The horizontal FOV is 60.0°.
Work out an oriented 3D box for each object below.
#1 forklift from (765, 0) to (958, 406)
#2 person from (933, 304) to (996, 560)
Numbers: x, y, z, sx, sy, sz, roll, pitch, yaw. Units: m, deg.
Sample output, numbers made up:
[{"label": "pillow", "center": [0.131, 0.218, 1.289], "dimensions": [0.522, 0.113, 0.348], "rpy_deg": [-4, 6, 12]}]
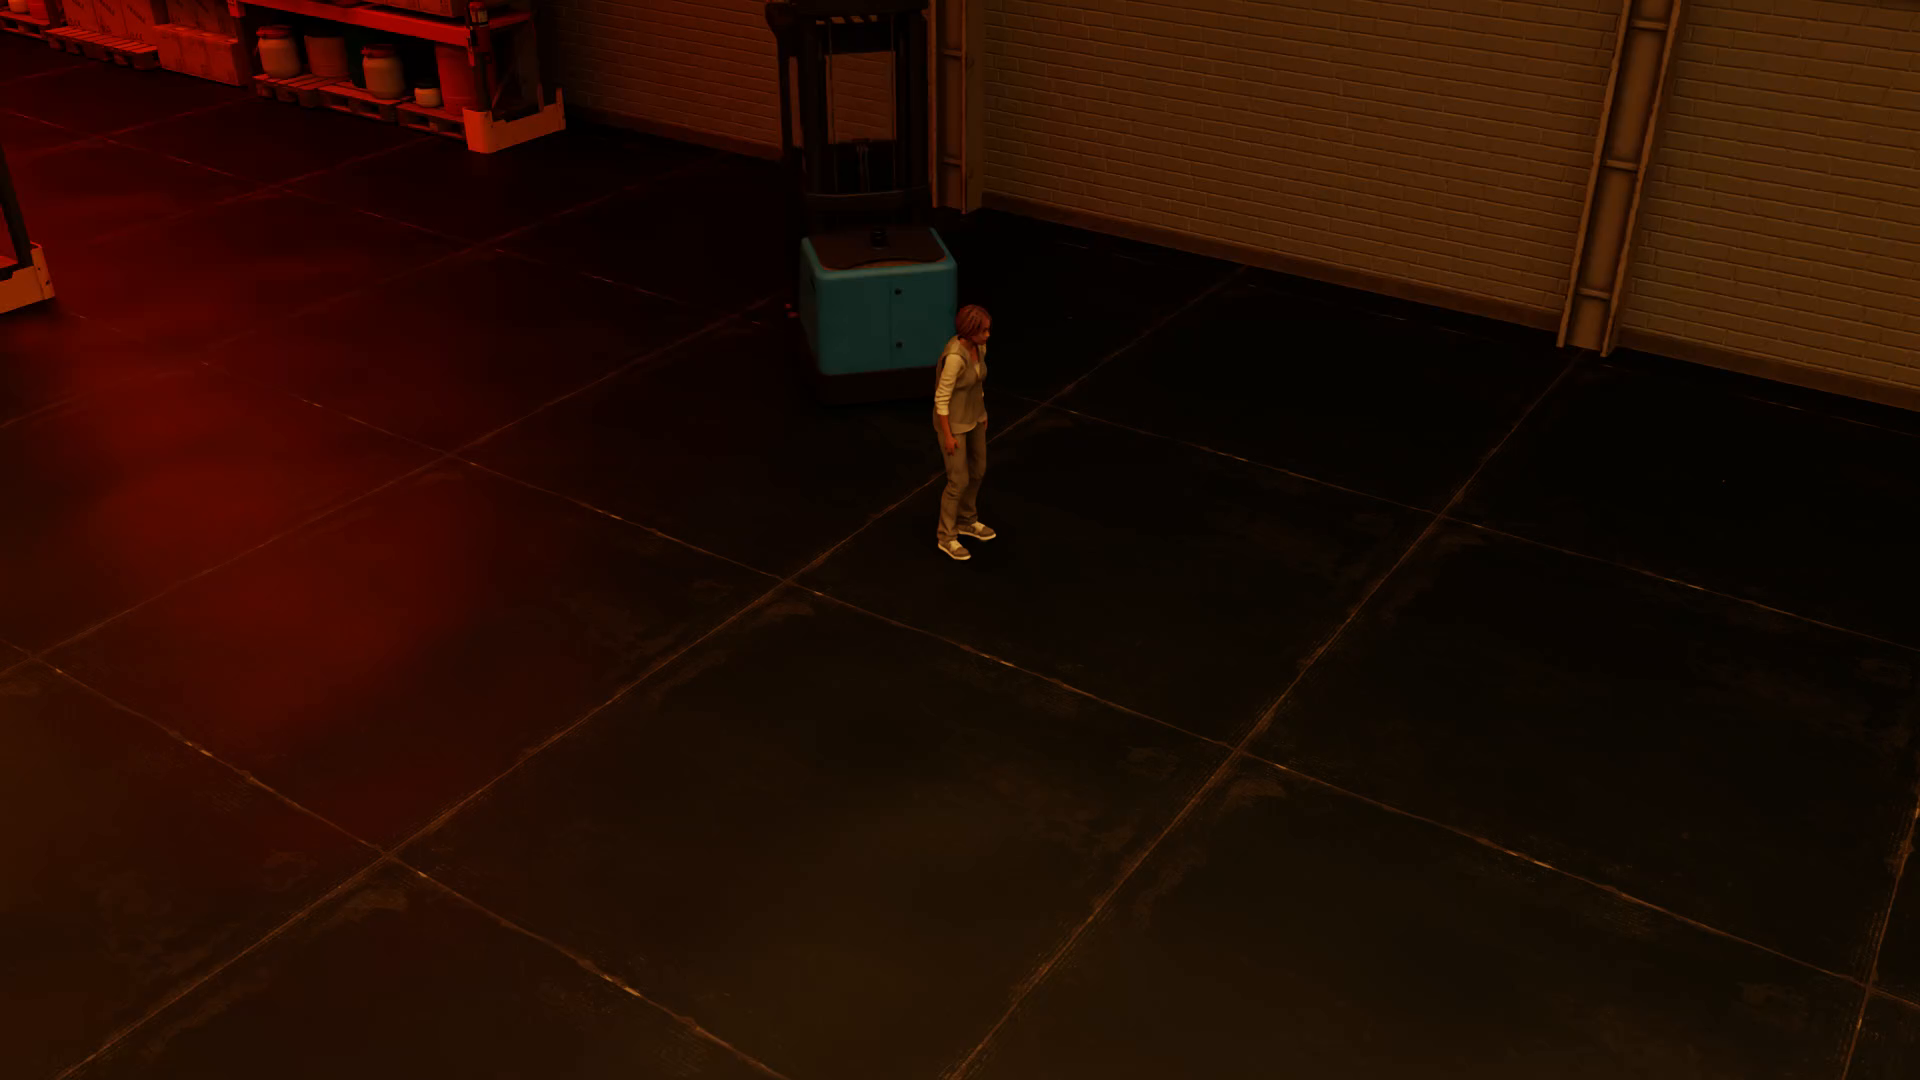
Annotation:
[{"label": "forklift", "center": [-0.834, -2.965, 12.688], "dimensions": [1.130, 2.935, 3.031], "rpy_deg": [-7, 31, -11]}, {"label": "person", "center": [0.021, -0.685, 10.095], "dimensions": [0.344, 1.592, 0.467], "rpy_deg": [17, 34, 27]}]
